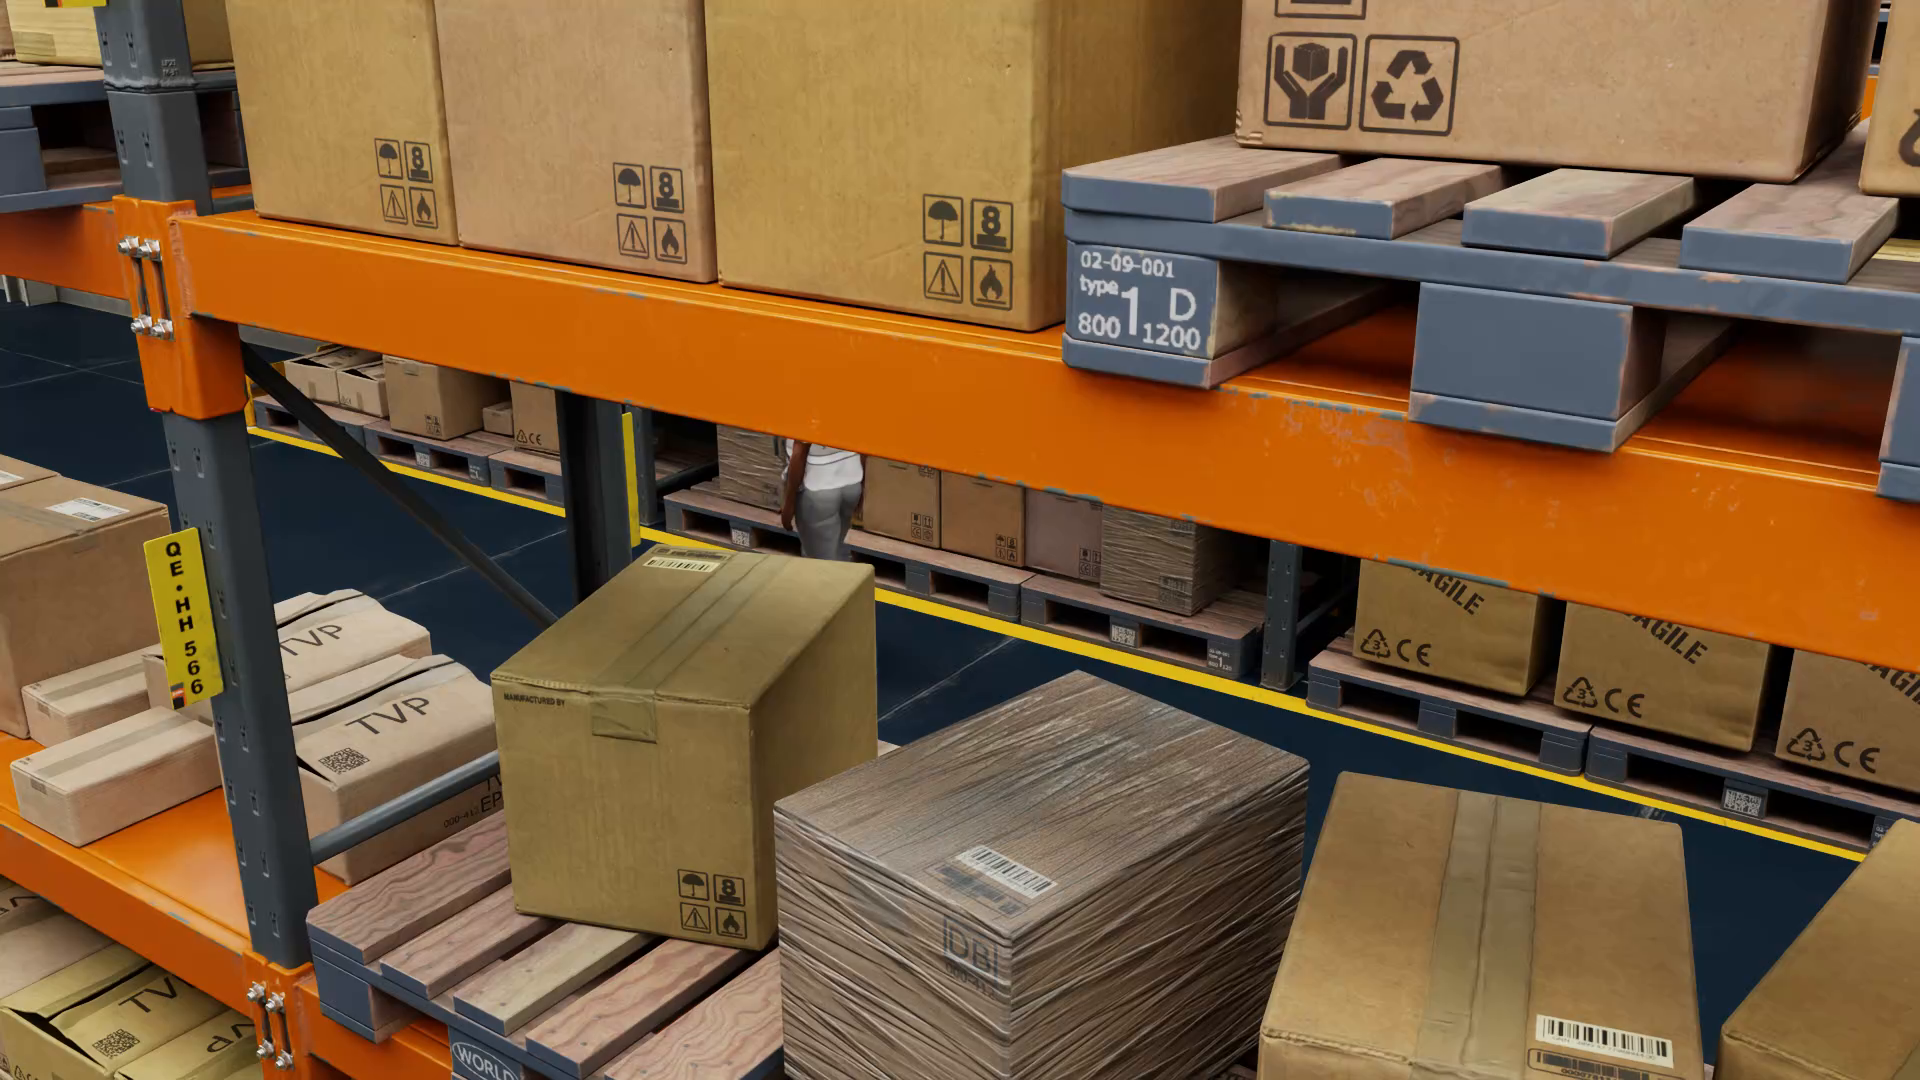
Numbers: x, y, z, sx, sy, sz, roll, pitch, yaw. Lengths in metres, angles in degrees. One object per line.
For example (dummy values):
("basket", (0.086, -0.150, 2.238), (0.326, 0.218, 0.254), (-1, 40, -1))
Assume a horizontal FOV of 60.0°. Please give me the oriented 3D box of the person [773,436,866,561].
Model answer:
("person", (-0.697, -0.246, 7.721), (0.611, 1.688, 0.455), (13, 24, 32))
